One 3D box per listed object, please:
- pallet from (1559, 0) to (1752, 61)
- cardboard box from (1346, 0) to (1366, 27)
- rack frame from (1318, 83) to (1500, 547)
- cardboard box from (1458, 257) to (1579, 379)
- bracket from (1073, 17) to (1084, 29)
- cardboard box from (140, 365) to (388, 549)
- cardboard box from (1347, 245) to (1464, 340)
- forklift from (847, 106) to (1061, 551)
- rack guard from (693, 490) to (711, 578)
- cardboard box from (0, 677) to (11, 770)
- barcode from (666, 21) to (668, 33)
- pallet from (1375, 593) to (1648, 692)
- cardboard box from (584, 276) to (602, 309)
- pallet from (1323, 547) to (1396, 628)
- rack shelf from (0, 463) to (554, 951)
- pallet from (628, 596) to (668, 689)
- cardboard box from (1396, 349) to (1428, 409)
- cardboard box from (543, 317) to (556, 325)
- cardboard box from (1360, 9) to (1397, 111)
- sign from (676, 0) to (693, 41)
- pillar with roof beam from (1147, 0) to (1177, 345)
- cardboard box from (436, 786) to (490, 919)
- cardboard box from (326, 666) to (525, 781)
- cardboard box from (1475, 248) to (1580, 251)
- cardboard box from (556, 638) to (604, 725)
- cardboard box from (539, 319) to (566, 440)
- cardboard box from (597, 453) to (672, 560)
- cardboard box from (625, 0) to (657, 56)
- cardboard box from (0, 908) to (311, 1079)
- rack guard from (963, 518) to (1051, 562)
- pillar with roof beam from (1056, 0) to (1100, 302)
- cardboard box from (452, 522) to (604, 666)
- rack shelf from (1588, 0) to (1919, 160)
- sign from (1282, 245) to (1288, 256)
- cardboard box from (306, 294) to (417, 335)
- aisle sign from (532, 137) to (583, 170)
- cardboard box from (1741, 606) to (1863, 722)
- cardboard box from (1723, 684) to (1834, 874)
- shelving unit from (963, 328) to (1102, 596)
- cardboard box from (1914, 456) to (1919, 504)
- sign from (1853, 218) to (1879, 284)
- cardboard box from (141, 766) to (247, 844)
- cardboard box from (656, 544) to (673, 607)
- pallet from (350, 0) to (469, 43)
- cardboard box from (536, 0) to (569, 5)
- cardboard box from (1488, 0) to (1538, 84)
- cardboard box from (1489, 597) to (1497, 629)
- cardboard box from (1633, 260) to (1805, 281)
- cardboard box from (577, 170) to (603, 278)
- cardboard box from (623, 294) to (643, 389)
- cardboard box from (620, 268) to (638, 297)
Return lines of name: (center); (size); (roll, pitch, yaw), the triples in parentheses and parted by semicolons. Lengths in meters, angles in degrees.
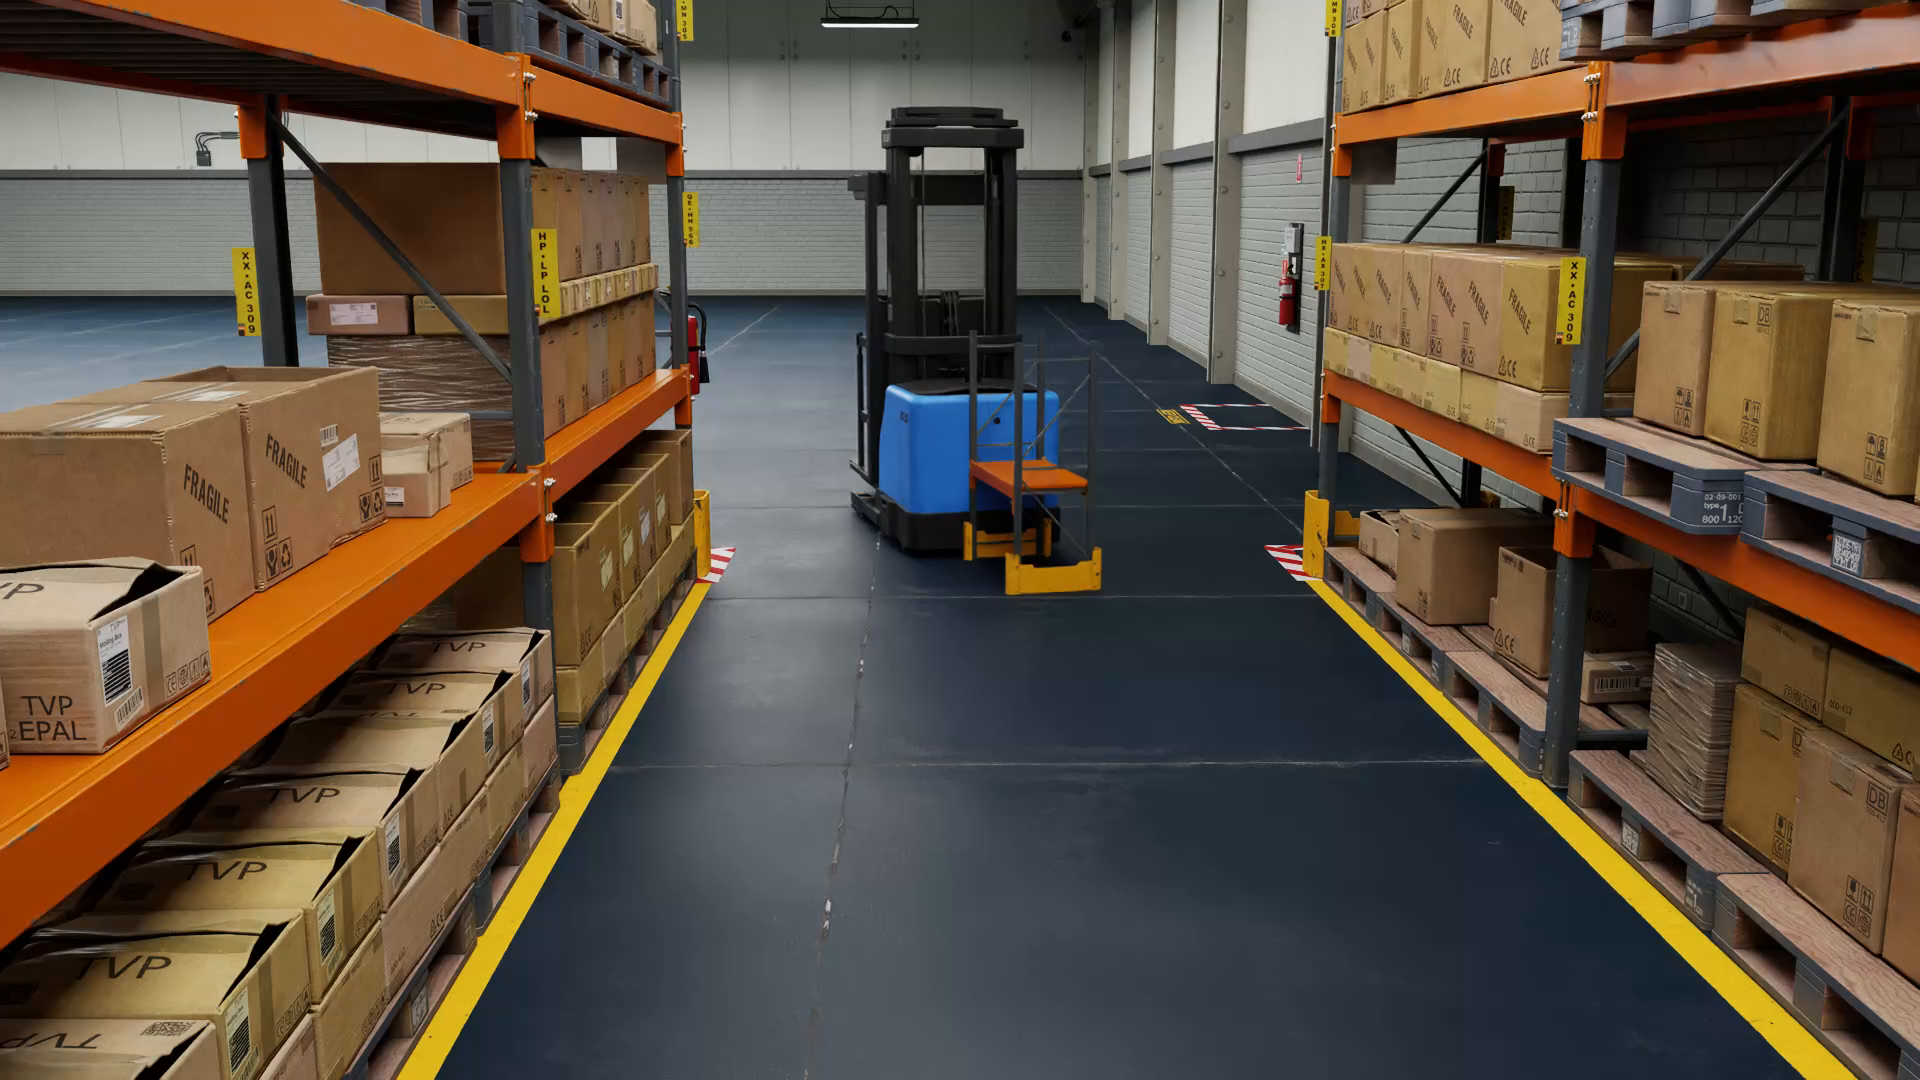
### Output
pallet: (2.766, -1.739, 5.516); (1.213, 0.211, 1.003); (0, 11, -1)
cardboard box: (2.542, -3.221, 9.530); (0.500, 0.500, 0.500); (-1, 12, -5)
rack frame: (2.777, -1.280, 10.322); (1.000, 3.000, 0.127); (0, 11, -1)
cardboard box: (2.524, -0.980, 7.287); (0.500, 0.500, 0.500); (0, 11, -1)
bracket: (2.690, -11.728, 37.680); (0.235, 0.232, 0.430); (0, 11, -1)
cardboard box: (-2.083, -0.255, 5.020); (0.500, 0.500, 0.500); (1, 11, 3)
cardboard box: (2.486, -1.389, 9.302); (0.500, 0.500, 0.500); (0, 11, -1)
forklift: (-0.194, -1.612, 12.135); (1.130, 2.935, 3.031); (-3, 12, -14)
rack guard: (-2.176, -0.038, 10.490); (1.175, 0.500, 0.348); (0, 11, -1)
cardboard box: (-1.974, 0.303, 2.745); (0.500, 0.311, 0.500); (0, 11, 2)
barcode: (-1.687, -2.955, 9.576); (0.001, 0.075, 0.075); (0, 11, -1)
pallet: (2.782, 0.506, 8.536); (1.003, 0.211, 1.213); (0, 11, -1)
cardboard box: (-1.941, -1.192, 8.009); (0.380, 0.149, 0.250); (0, 11, -2)
pallet: (2.760, 0.264, 9.728); (1.003, 0.211, 1.213); (0, 11, -1)
rack shelf: (-2.052, 0.287, 4.410); (1.077, 0.370, 4.000); (0, 11, -1)
pallet: (-2.096, 0.502, 8.554); (1.003, 0.211, 1.213); (0, 11, -1)
cardboard box: (2.507, -0.813, 8.347); (0.500, 0.250, 0.500); (0, 11, -1)
cardboard box: (-1.918, -0.986, 6.990); (0.380, 0.149, 0.250); (-1, 11, -3)
cardboard box: (2.509, -2.634, 9.152); (0.500, 0.500, 0.500); (1, 11, 3)
sign: (-1.633, -3.123, 9.837); (0.100, 0.325, 0.005); (0, 11, -1)
pillar with roof beam: (-1.020, -7.644, 26.607); (9.100, 9.000, 0.400); (0, 11, -1)
cardboard box: (-1.775, 0.962, 5.133); (0.500, 0.250, 0.500); (0, 11, 0)
cardboard box: (-1.781, 0.586, 5.574); (0.500, 0.311, 0.500); (0, 11, 0)
cardboard box: (3.014, -1.288, 8.803); (0.500, 0.500, 0.500); (-1, 11, -3)
cardboard box: (-1.800, 0.585, 6.991); (0.500, 0.250, 0.500); (0, 11, -1)
cardboard box: (-2.126, -0.705, 7.240); (0.700, 0.500, 0.500); (0, 11, -2)
cardboard box: (-1.832, -0.180, 8.876); (0.500, 0.500, 0.500); (0, 11, -1)
cardboard box: (-1.889, -2.702, 8.756); (0.500, 0.250, 0.500); (0, 11, -1)
cardboard box: (-1.747, 0.989, 3.589); (0.500, 0.311, 0.500); (-1, 11, -3)
rack guard: (0.312, -0.003, 10.946); (0.587, 0.250, 0.087); (-3, 12, -14)
pillar with roof beam: (-1.268, -10.030, 38.365); (9.100, 9.000, 0.548); (0, 11, -1)
cardboard box: (-1.790, 0.217, 6.916); (0.500, 0.500, 0.500); (0, 11, -1)
rack shelf: (2.901, -1.204, 4.216); (1.077, 0.370, 4.000); (0, 11, -1)
sign: (3.602, -3.215, 18.438); (0.001, 0.109, 0.331); (0, 11, -1)
cardboard box: (-2.313, -0.883, 6.486); (0.380, 0.149, 0.250); (0, 11, -1)
aisle sign: (-2.484, -2.544, 10.018); (0.394, 0.787, 0.004); (0, 11, -1)
cardboard box: (2.904, 0.391, 5.381); (0.500, 0.250, 0.500); (0, 11, -2)
cardboard box: (2.952, 0.774, 5.381); (0.700, 0.500, 0.500); (0, 11, -2)
shelving unit: (0.438, -0.520, 10.350); (0.587, 1.500, 1.083); (-3, 12, -14)
cardboard box: (2.874, -0.295, 4.110); (0.700, 0.500, 0.500); (0, 11, -1)
sign: (3.414, -1.055, 6.302); (0.100, 0.325, 0.005); (0, 11, -1)
cardboard box: (-2.301, 0.792, 4.558); (0.500, 0.311, 0.500); (0, 11, 0)
cardboard box: (-1.835, 0.187, 8.951); (0.500, 0.250, 0.500); (0, 11, -1)
pallet: (-2.062, -1.664, 5.155); (0.805, 0.209, 1.217); (-1, 11, -3)
cardboard box: (-1.840, -2.358, 6.434); (0.500, 0.500, 0.500); (1, 11, 4)
cardboard box: (2.604, -2.213, 7.078); (0.500, 0.500, 0.500); (-1, 12, -6)
cardboard box: (2.846, 0.379, 8.210); (0.380, 0.149, 0.250); (-1, 12, -6)
cardboard box: (3.058, -0.883, 6.806); (0.500, 0.500, 0.500); (-1, 11, -2)
cardboard box: (-2.140, -1.536, 8.070); (0.700, 0.500, 0.500); (0, 11, -1)
cardboard box: (-2.163, -1.110, 9.236); (0.700, 0.500, 0.500); (0, 11, 0)
cardboard box: (-1.962, -1.397, 9.019); (0.380, 0.149, 0.250); (0, 11, 0)
